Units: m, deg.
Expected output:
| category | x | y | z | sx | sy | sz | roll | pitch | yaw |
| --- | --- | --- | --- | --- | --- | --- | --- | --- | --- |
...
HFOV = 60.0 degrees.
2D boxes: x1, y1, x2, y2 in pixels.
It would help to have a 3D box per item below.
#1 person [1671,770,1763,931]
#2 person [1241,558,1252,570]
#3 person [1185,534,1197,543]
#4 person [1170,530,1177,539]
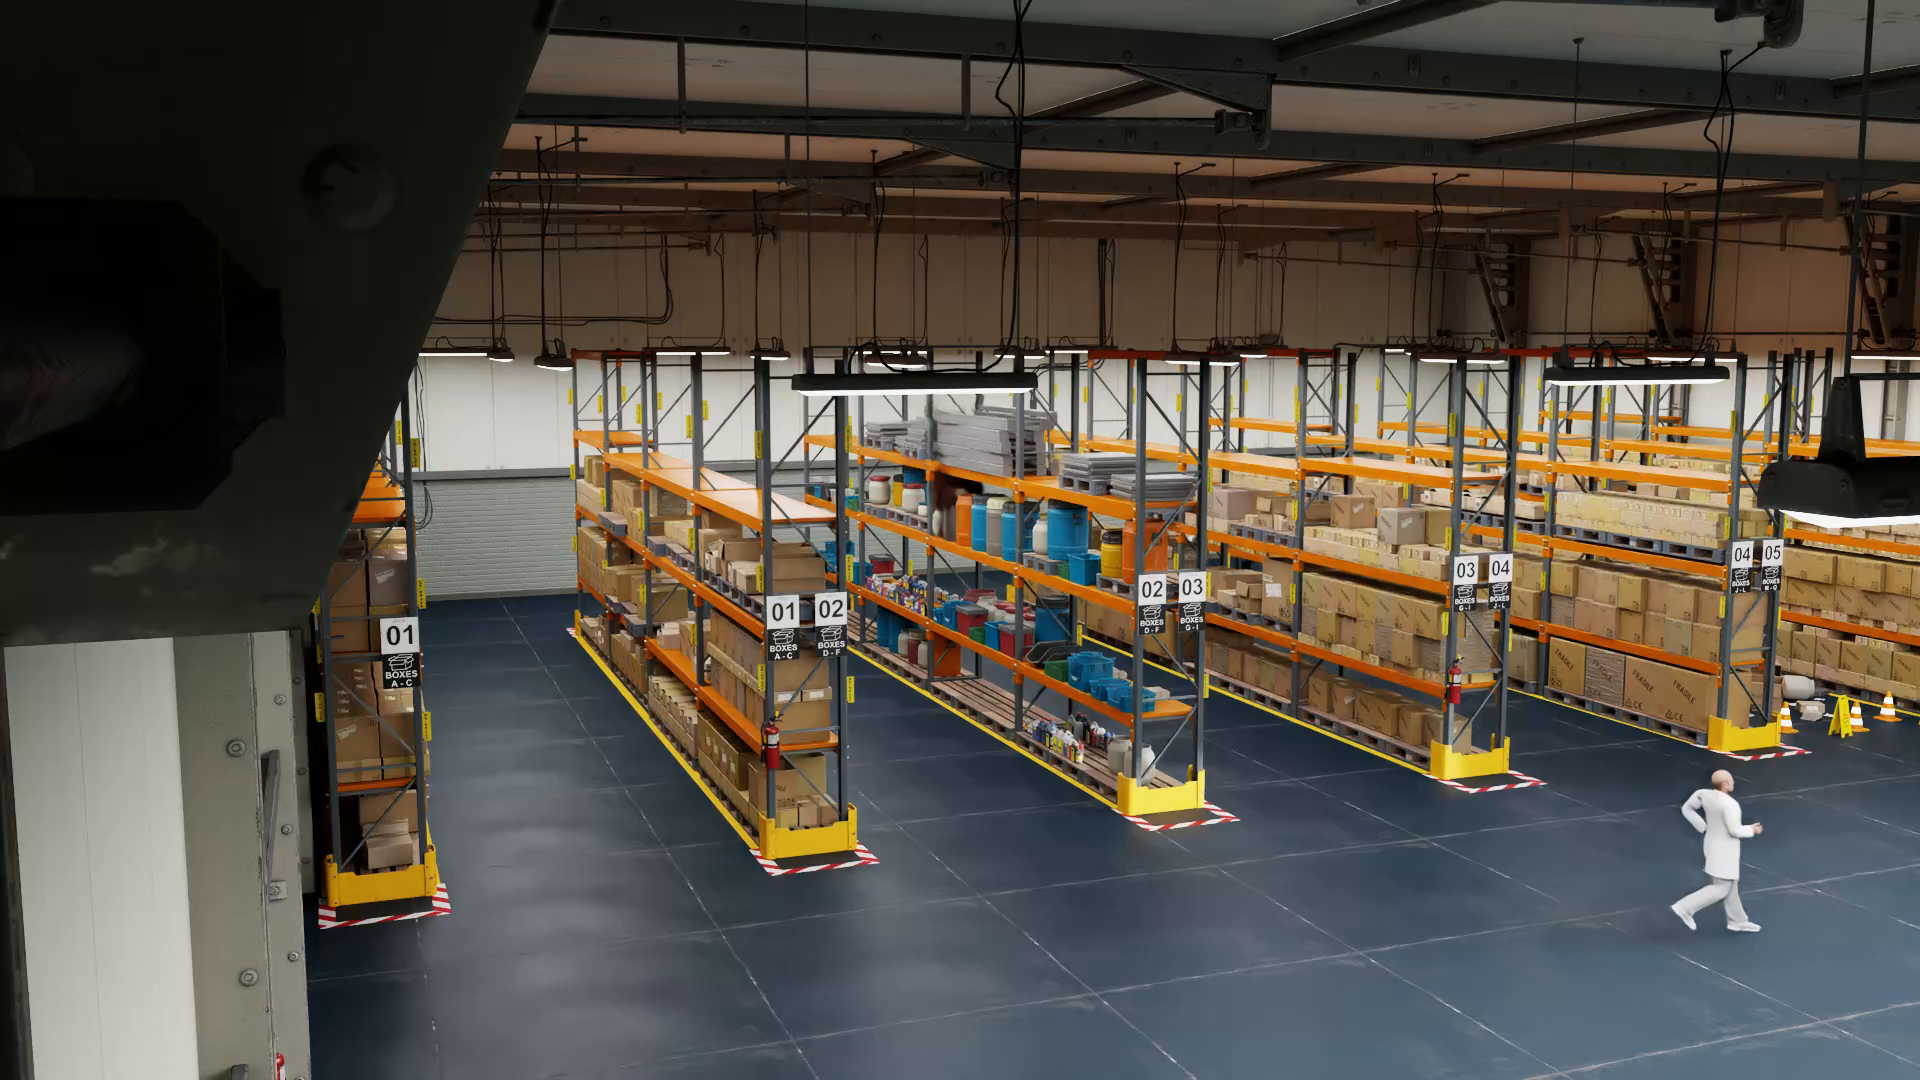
| category | x | y | z | sx | sy | sz | roll | pitch | yaw |
| --- | --- | --- | --- | --- | --- | --- | --- | --- | --- |
| person | 7.955 | 3.273 | 17.420 | 1.047 | 1.768 | 0.708 | -1 | 7 | -5 |
| person | 7.195 | 0.401 | 41.631 | 0.502 | 1.549 | 0.559 | 7 | 10 | 44 |
| person | 5.705 | 0.354 | 41.218 | 0.624 | 1.725 | 0.704 | -6 | 9 | -41 |
| person | 5.168 | 0.486 | 40.613 | 0.603 | 1.639 | 0.811 | 6 | 9 | 39 |
